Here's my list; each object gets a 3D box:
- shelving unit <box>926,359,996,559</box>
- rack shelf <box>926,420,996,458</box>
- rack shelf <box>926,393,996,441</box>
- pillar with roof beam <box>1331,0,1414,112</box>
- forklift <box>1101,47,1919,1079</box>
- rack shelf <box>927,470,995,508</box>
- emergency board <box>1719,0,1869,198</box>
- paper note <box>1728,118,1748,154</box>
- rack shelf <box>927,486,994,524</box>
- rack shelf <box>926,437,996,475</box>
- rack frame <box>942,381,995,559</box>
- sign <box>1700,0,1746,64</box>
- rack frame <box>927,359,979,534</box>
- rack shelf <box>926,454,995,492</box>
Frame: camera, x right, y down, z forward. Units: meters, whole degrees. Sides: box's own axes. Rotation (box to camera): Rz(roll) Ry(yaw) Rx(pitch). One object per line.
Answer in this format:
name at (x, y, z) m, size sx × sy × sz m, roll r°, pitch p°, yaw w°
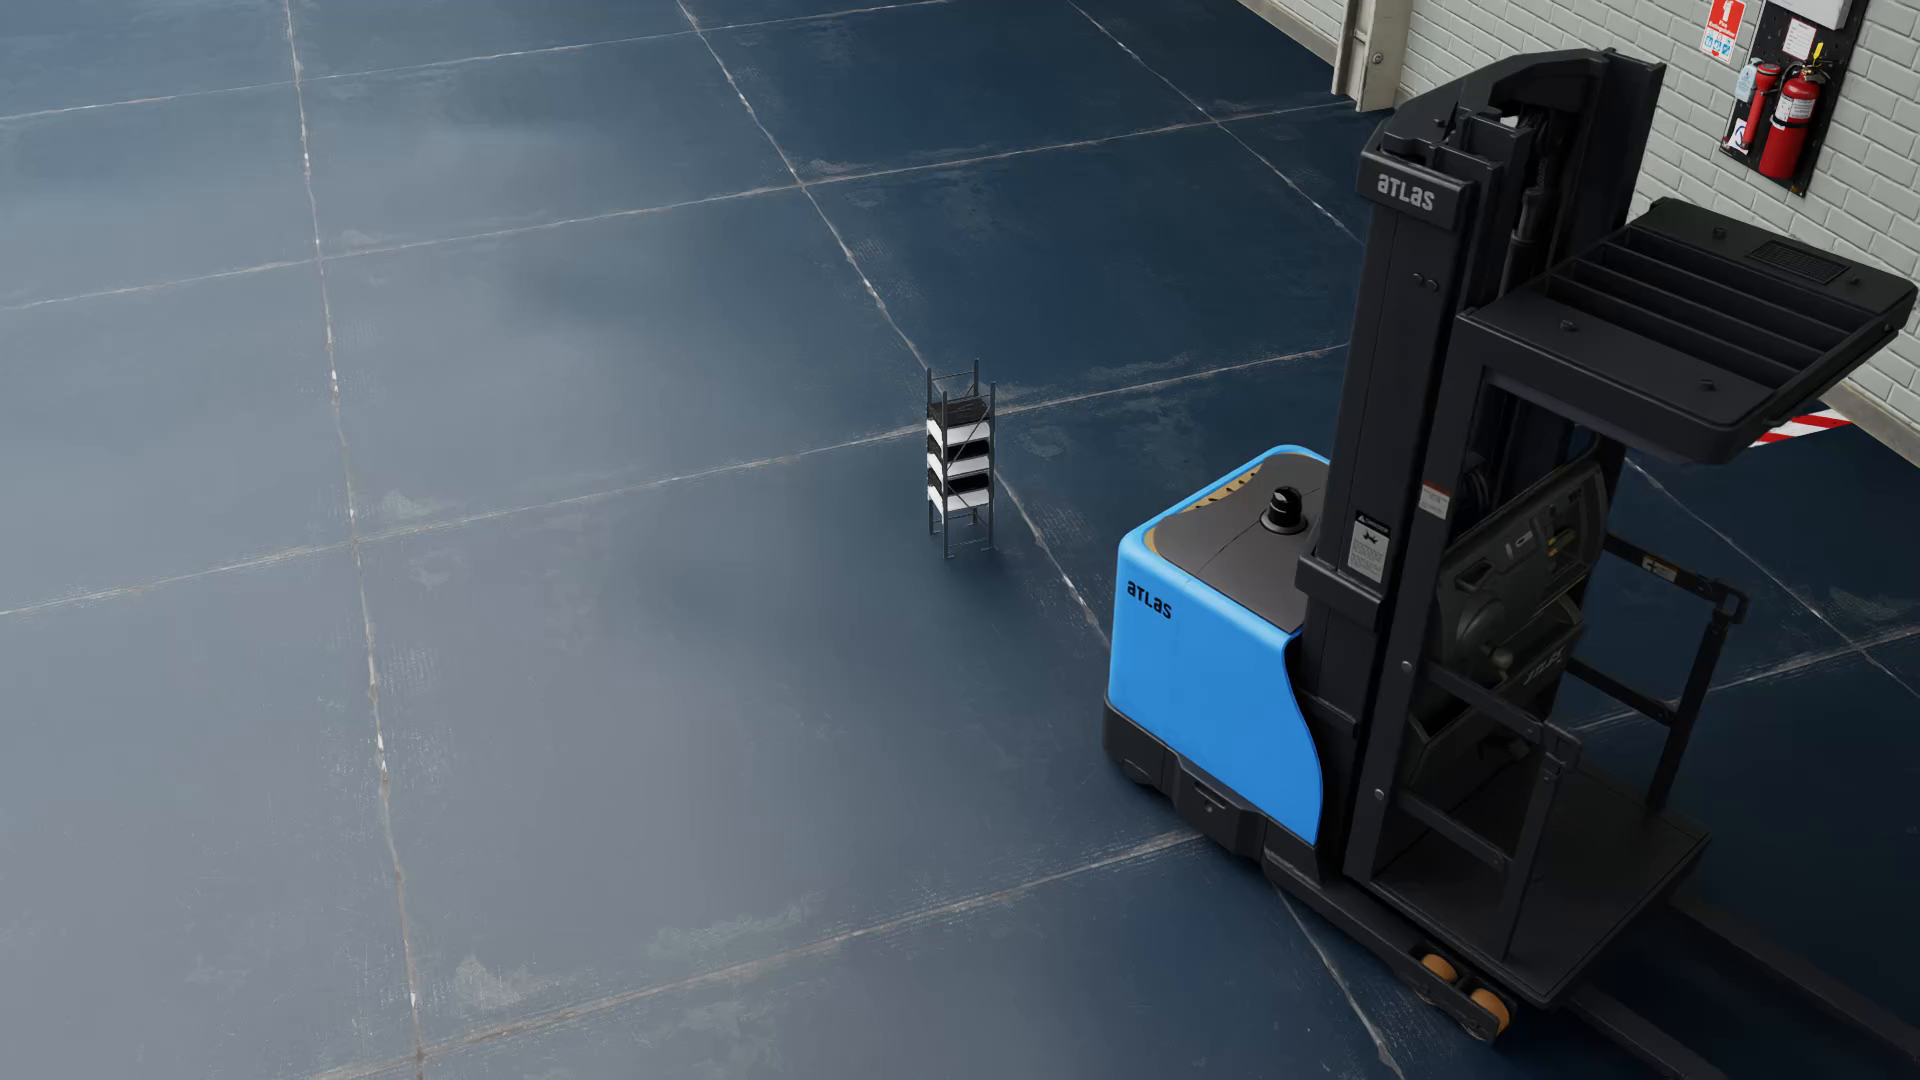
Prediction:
shelving unit at (0.003, -0.355, 7.473) m, size 0.258 × 0.900 × 0.210 m, roll -12°, pitch 39°, yaw -16°
rack shelf at (0.003, -0.472, 7.385) m, size 0.258 × 0.077 × 0.200 m, roll -12°, pitch 39°, yaw -16°
rack shelf at (0.003, -0.544, 7.331) m, size 0.258 × 0.077 × 0.200 m, roll -12°, pitch 39°, yaw -16°
pillar with roof beam at (-1.140, -5.873, 8.068) m, size 9.100 × 9.000 × 0.400 m, roll -12°, pitch 39°, yaw -16°
forklift at (1.919, 0.142, 5.126) m, size 1.130 × 2.935 × 3.031 m, roll -29°, pitch 46°, yaw -32°
rack shelf at (0.003, -0.256, 7.547) m, size 0.258 × 0.077 × 0.200 m, roll -12°, pitch 39°, yaw -16°
emergency board at (4.153, -2.383, 8.420) m, size 0.194 × 1.169 × 0.643 m, roll -12°, pitch 39°, yaw -16°
paper note at (4.157, -2.145, 8.837) m, size 0.016 × 0.148 × 0.142 m, roll -12°, pitch 39°, yaw -16°
rack shelf at (0.003, -0.184, 7.602) m, size 0.258 × 0.077 × 0.200 m, roll -12°, pitch 39°, yaw -16°
rack shelf at (0.003, -0.400, 7.439) m, size 0.258 × 0.077 × 0.200 m, roll -12°, pitch 39°, yaw -16°
rack frame at (0.038, -0.297, 7.397) m, size 0.240 × 0.900 × 0.006 m, roll -12°, pitch 39°, yaw -16°
sign at (4.059, -2.731, 8.852) m, size 0.001 × 0.329 × 0.234 m, roll -12°, pitch 39°, yaw -16°
rack frame at (-0.032, -0.412, 7.549) m, size 0.240 × 0.900 × 0.006 m, roll -12°, pitch 39°, yaw -16°
rack shelf at (0.003, -0.328, 7.493) m, size 0.258 × 0.077 × 0.200 m, roll -12°, pitch 39°, yaw -16°
